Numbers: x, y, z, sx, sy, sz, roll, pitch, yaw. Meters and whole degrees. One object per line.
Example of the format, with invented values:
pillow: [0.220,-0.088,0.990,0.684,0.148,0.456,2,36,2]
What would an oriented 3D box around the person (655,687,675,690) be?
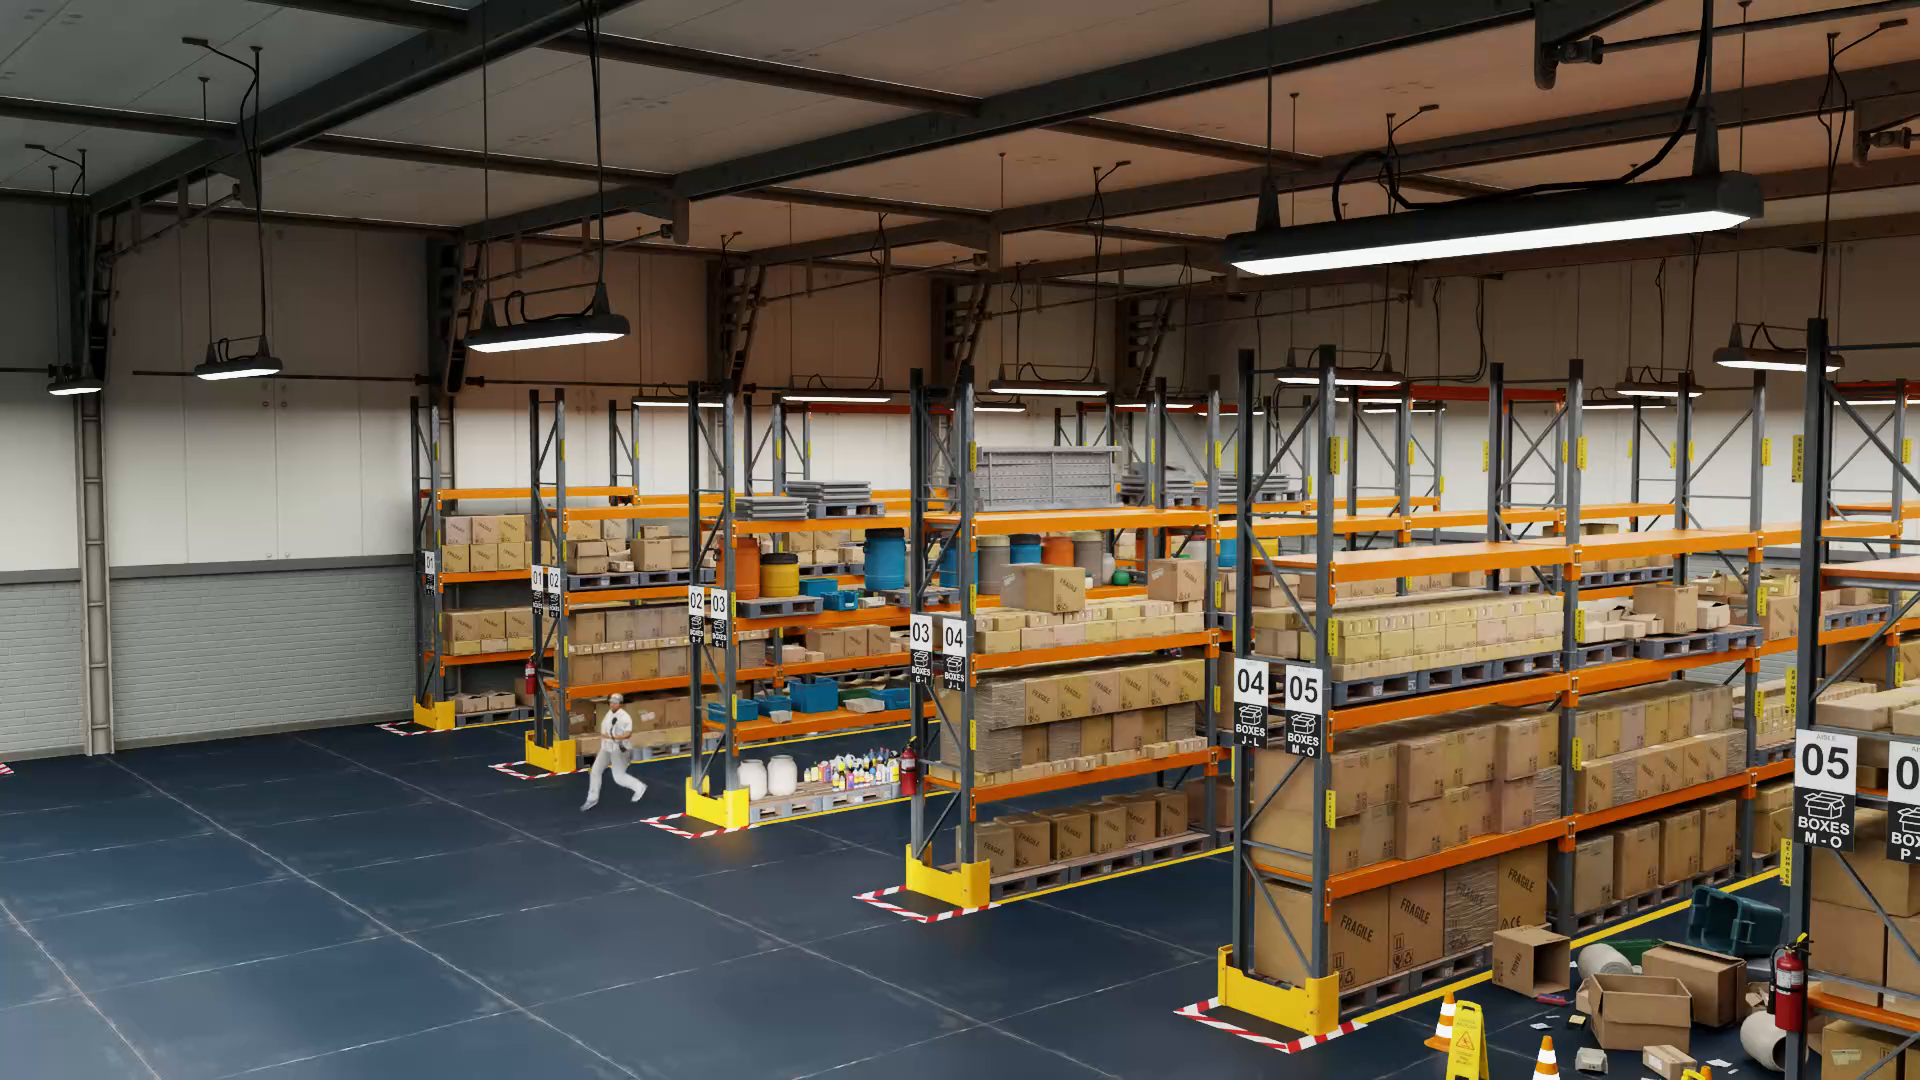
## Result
person: [-5.239,2.556,29.783,0.915,1.661,0.567,-3,5,-42]

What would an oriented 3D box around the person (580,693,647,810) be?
person: [-4.846,2.981,23.469,0.640,1.656,0.895,3,5,42]

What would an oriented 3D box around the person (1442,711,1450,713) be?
person: [6.340,3.047,21.736,0.600,1.646,0.925,3,5,42]
